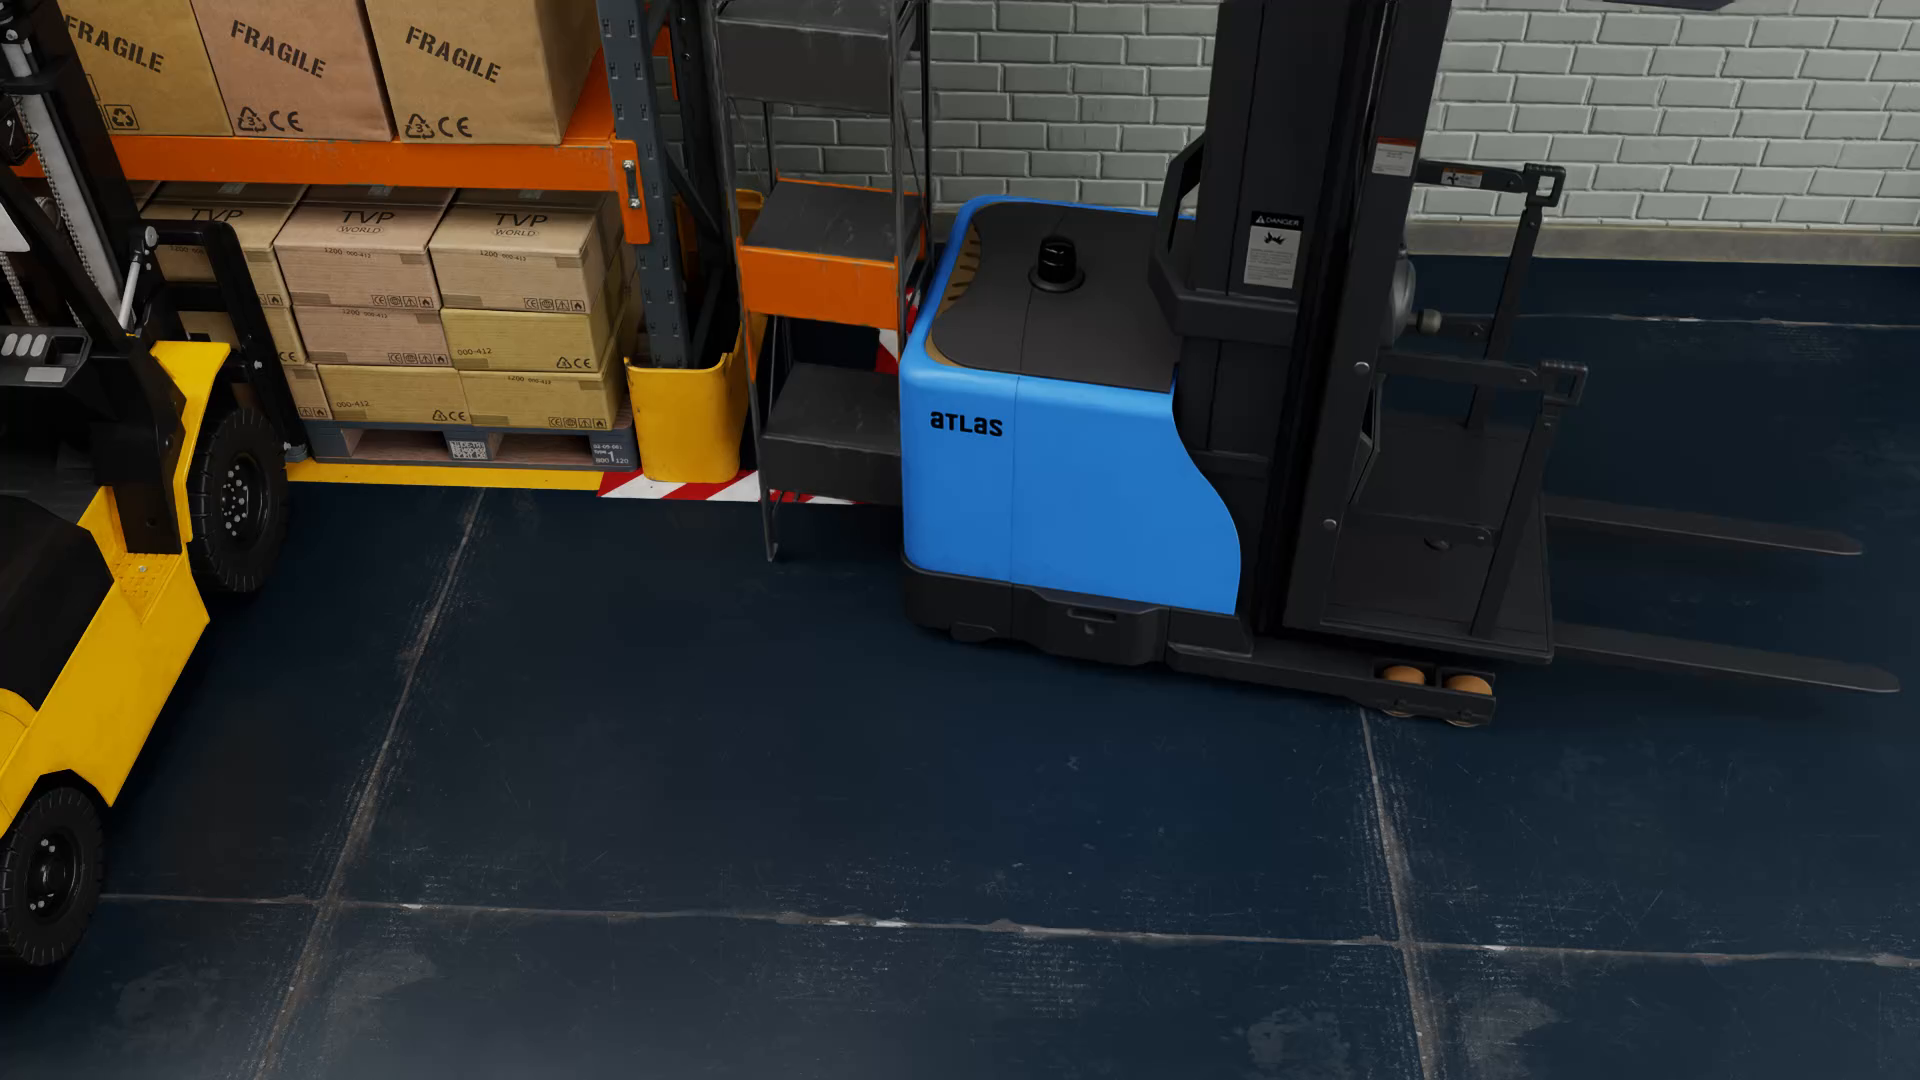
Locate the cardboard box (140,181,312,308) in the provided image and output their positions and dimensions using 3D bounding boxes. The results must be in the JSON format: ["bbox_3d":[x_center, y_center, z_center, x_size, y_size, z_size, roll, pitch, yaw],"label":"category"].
[{"bbox_3d":[-2.465,-1.038,5.640,0.500,0.250,0.500,2,43,2],"label":"cardboard box"}]

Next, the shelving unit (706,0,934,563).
[{"bbox_3d":[-0.369,-0.792,5.059,0.503,2.100,0.431,8,44,9],"label":"shelving unit"}]

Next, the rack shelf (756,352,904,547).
[{"bbox_3d":[-0.369,-0.270,5.546,0.480,0.518,0.431,8,44,9],"label":"rack shelf"}]

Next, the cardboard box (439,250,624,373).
[{"bbox_3d":[-1.477,-0.835,5.788,0.500,0.250,0.500,1,43,1],"label":"cardboard box"}]

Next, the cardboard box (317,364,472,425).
[{"bbox_3d":[-1.956,-0.671,5.979,0.500,0.250,0.500,2,43,2],"label":"cardboard box"}]

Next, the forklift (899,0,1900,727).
[{"bbox_3d":[1.381,-0.894,4.559,3.031,2.935,1.130,8,44,9],"label":"forklift"}]

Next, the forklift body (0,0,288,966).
[{"bbox_3d":[-2.953,-0.208,4.395,1.214,2.155,2.313,2,43,2],"label":"forklift body"}]

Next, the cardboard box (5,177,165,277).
[{"bbox_3d":[-2.971,-1.059,5.662,0.500,0.250,0.500,1,43,1],"label":"cardboard box"}]

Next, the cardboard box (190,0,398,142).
[{"bbox_3d":[-1.998,-1.598,5.191,0.500,0.500,0.500,3,43,3],"label":"cardboard box"}]

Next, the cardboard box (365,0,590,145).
[{"bbox_3d":[-1.480,-1.576,5.167,0.500,0.500,0.500,1,43,1],"label":"cardboard box"}]

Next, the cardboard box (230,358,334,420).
[{"bbox_3d":[-2.456,-0.693,6.002,0.500,0.250,0.500,2,43,2],"label":"cardboard box"}]

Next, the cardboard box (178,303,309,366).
[{"bbox_3d":[-2.494,-0.860,5.814,0.500,0.250,0.500,1,43,1],"label":"cardboard box"}]

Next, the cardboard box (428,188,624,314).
[{"bbox_3d":[-1.451,-1.018,5.618,0.500,0.250,0.500,3,43,3],"label":"cardboard box"}]

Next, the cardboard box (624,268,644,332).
[{"bbox_3d":[-1.458,-0.998,6.330,0.500,0.250,0.500,2,43,2],"label":"cardboard box"}]

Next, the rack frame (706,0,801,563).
[{"bbox_3d":[-0.608,-0.826,5.096,0.015,2.100,0.400,8,44,9],"label":"rack frame"}]

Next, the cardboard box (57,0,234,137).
[{"bbox_3d":[-2.510,-1.613,5.208,0.500,0.500,0.500,1,43,1],"label":"cardboard box"}]

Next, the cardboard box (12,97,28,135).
[{"bbox_3d":[-3.012,-1.621,5.216,0.500,0.500,0.500,2,43,2],"label":"cardboard box"}]

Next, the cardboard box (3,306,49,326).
[{"bbox_3d":[-2.994,-0.877,5.834,0.500,0.250,0.500,2,43,2],"label":"cardboard box"}]

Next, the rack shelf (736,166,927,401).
[{"bbox_3d":[-0.369,-0.782,5.068,0.480,0.518,0.431,8,44,9],"label":"rack shelf"}]

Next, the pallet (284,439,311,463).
[{"bbox_3d":[-2.958,-0.717,6.364,1.213,0.211,1.003,2,43,2],"label":"pallet"}]

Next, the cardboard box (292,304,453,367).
[{"bbox_3d":[-1.977,-0.858,5.813,0.500,0.250,0.500,1,43,1],"label":"cardboard box"}]

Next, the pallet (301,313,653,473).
[{"bbox_3d":[-1.742,-0.677,6.322,1.213,0.211,1.003,2,43,2],"label":"pallet"}]

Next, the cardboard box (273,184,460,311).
[{"bbox_3d":[-1.961,-1.030,5.630,0.500,0.250,0.500,2,43,3],"label":"cardboard box"}]

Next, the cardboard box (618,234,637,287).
[{"bbox_3d":[-1.437,-1.189,6.168,0.500,0.250,0.500,2,43,3],"label":"cardboard box"}]

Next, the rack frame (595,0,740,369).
[{"bbox_3d":[-0.976,-1.703,5.377,0.127,3.000,1.000,2,43,2],"label":"rack frame"}]

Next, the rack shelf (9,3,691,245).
[{"bbox_3d":[-2.974,-1.501,5.688,4.000,0.370,1.077,2,43,2],"label":"rack shelf"}]

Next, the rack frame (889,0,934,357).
[{"bbox_3d":[-0.130,-0.758,5.023,0.015,2.100,0.400,8,44,9],"label":"rack frame"}]

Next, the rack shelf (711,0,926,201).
[{"bbox_3d":[-0.369,-1.294,4.591,0.480,0.518,0.431,8,44,9],"label":"rack shelf"}]

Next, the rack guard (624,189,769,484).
[{"bbox_3d":[-0.952,-0.787,6.228,0.348,0.500,1.175,2,43,2],"label":"rack guard"}]

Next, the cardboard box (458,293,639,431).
[{"bbox_3d":[-1.460,-0.650,5.956,0.500,0.250,0.500,2,43,2],"label":"cardboard box"}]

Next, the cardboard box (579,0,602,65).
[{"bbox_3d":[-1.459,-1.944,5.562,0.500,0.500,0.500,3,43,3],"label":"cardboard box"}]
